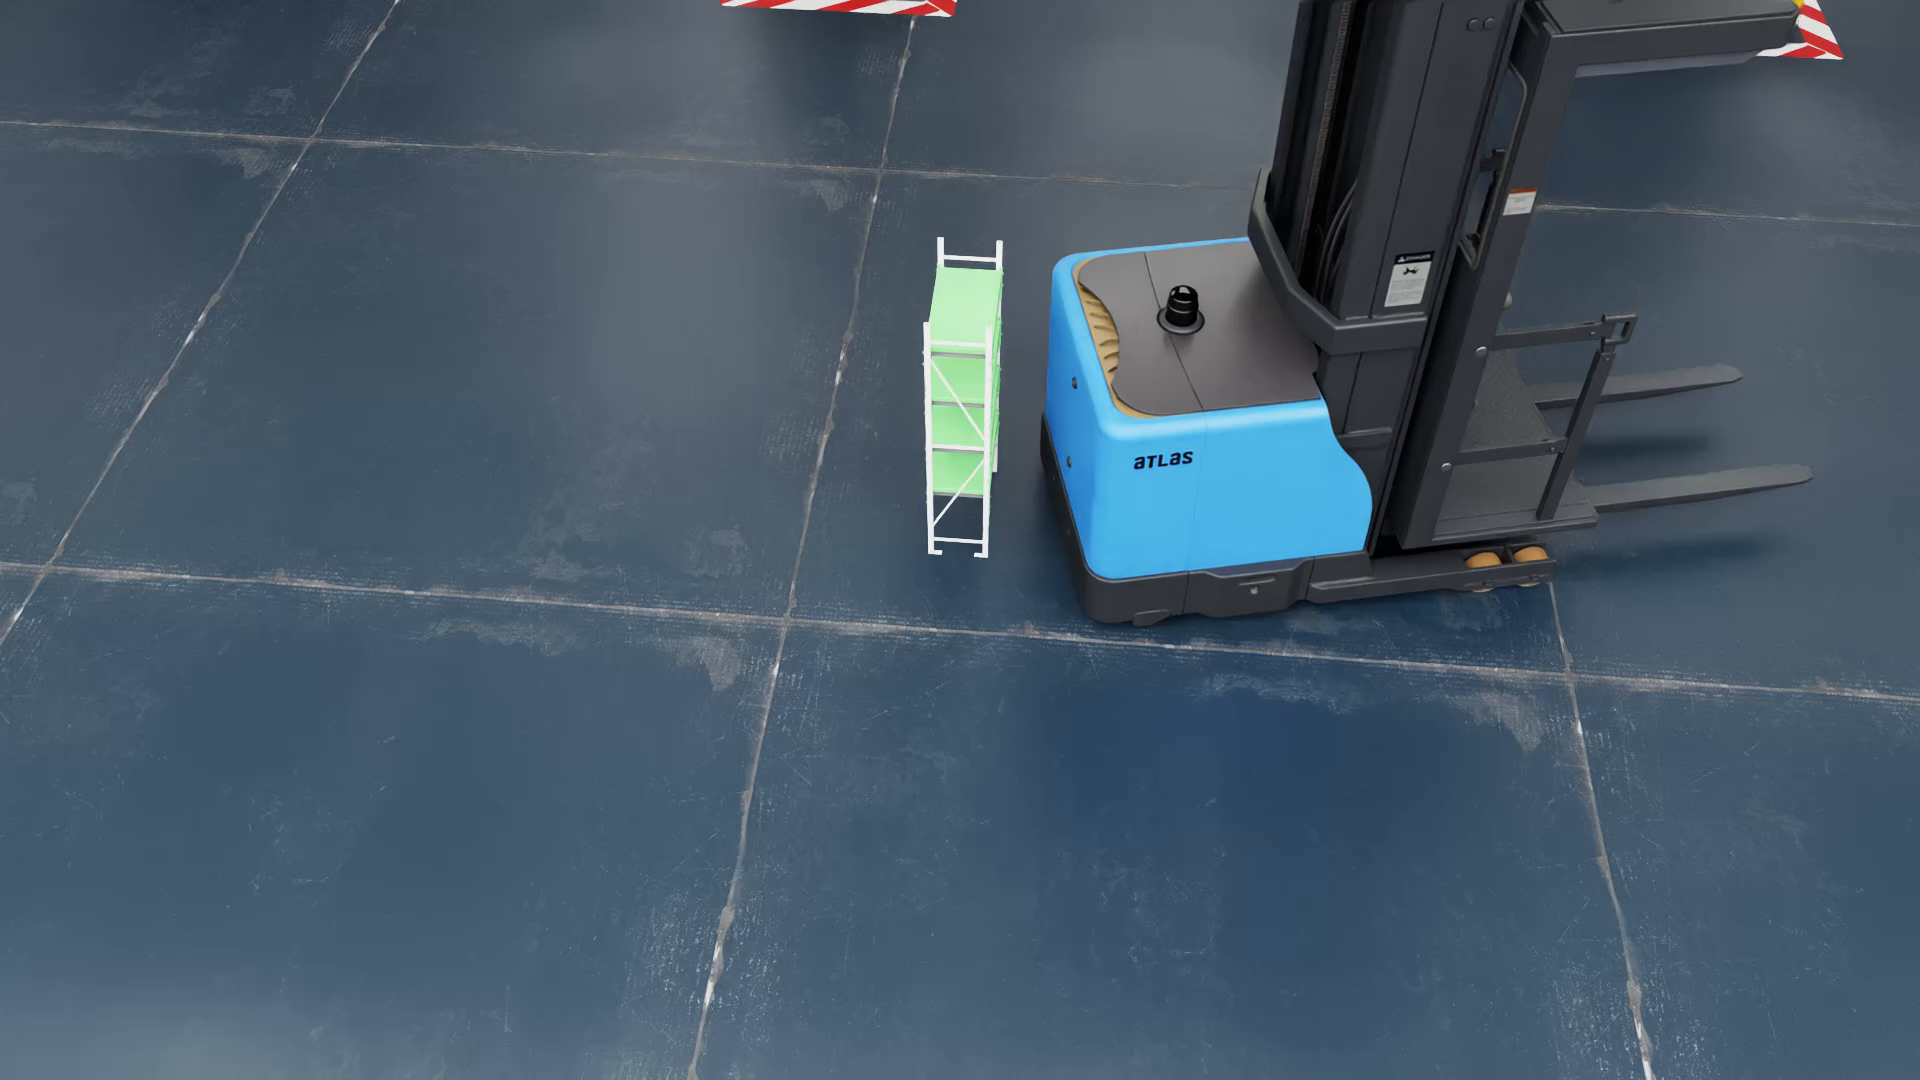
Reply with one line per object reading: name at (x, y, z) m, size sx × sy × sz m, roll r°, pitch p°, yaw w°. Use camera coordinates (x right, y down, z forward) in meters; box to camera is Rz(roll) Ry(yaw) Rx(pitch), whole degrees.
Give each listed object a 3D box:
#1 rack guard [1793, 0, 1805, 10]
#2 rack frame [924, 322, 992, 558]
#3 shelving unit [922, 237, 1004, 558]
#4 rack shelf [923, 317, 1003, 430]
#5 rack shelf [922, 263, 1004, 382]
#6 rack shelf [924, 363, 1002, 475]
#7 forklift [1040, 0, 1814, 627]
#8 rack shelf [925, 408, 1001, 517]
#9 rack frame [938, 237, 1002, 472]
rack guard at (4.276, -3.359, 9.510) m, size 1.175 × 0.500 × 0.348 m, roll 4°, pitch 48°, yaw 4°
rack frame at (-0.007, -0.347, 6.280) m, size 0.240 × 1.200 × 0.015 m, roll 4°, pitch 48°, yaw 4°
shelving unit at (0.015, -0.527, 6.444) m, size 0.258 × 1.200 × 0.503 m, roll 4°, pitch 48°, yaw 4°
rack shelf at (0.015, -0.645, 6.314) m, size 0.258 × 0.148 × 0.480 m, roll 4°, pitch 48°, yaw 4°
rack shelf at (0.015, -0.807, 6.137) m, size 0.258 × 0.148 × 0.480 m, roll 4°, pitch 48°, yaw 4°
rack shelf at (0.015, -0.483, 6.492) m, size 0.258 × 0.148 × 0.480 m, roll 4°, pitch 48°, yaw 4°
forklift at (1.899, -1.164, 5.854) m, size 3.031 × 2.935 × 1.130 m, roll -7°, pitch 48°, yaw -6°
rack shelf at (0.015, -0.321, 6.669) m, size 0.258 × 0.148 × 0.480 m, roll 4°, pitch 48°, yaw 4°
rack frame at (0.037, -0.706, 6.608) m, size 0.240 × 1.200 × 0.015 m, roll 4°, pitch 48°, yaw 4°
